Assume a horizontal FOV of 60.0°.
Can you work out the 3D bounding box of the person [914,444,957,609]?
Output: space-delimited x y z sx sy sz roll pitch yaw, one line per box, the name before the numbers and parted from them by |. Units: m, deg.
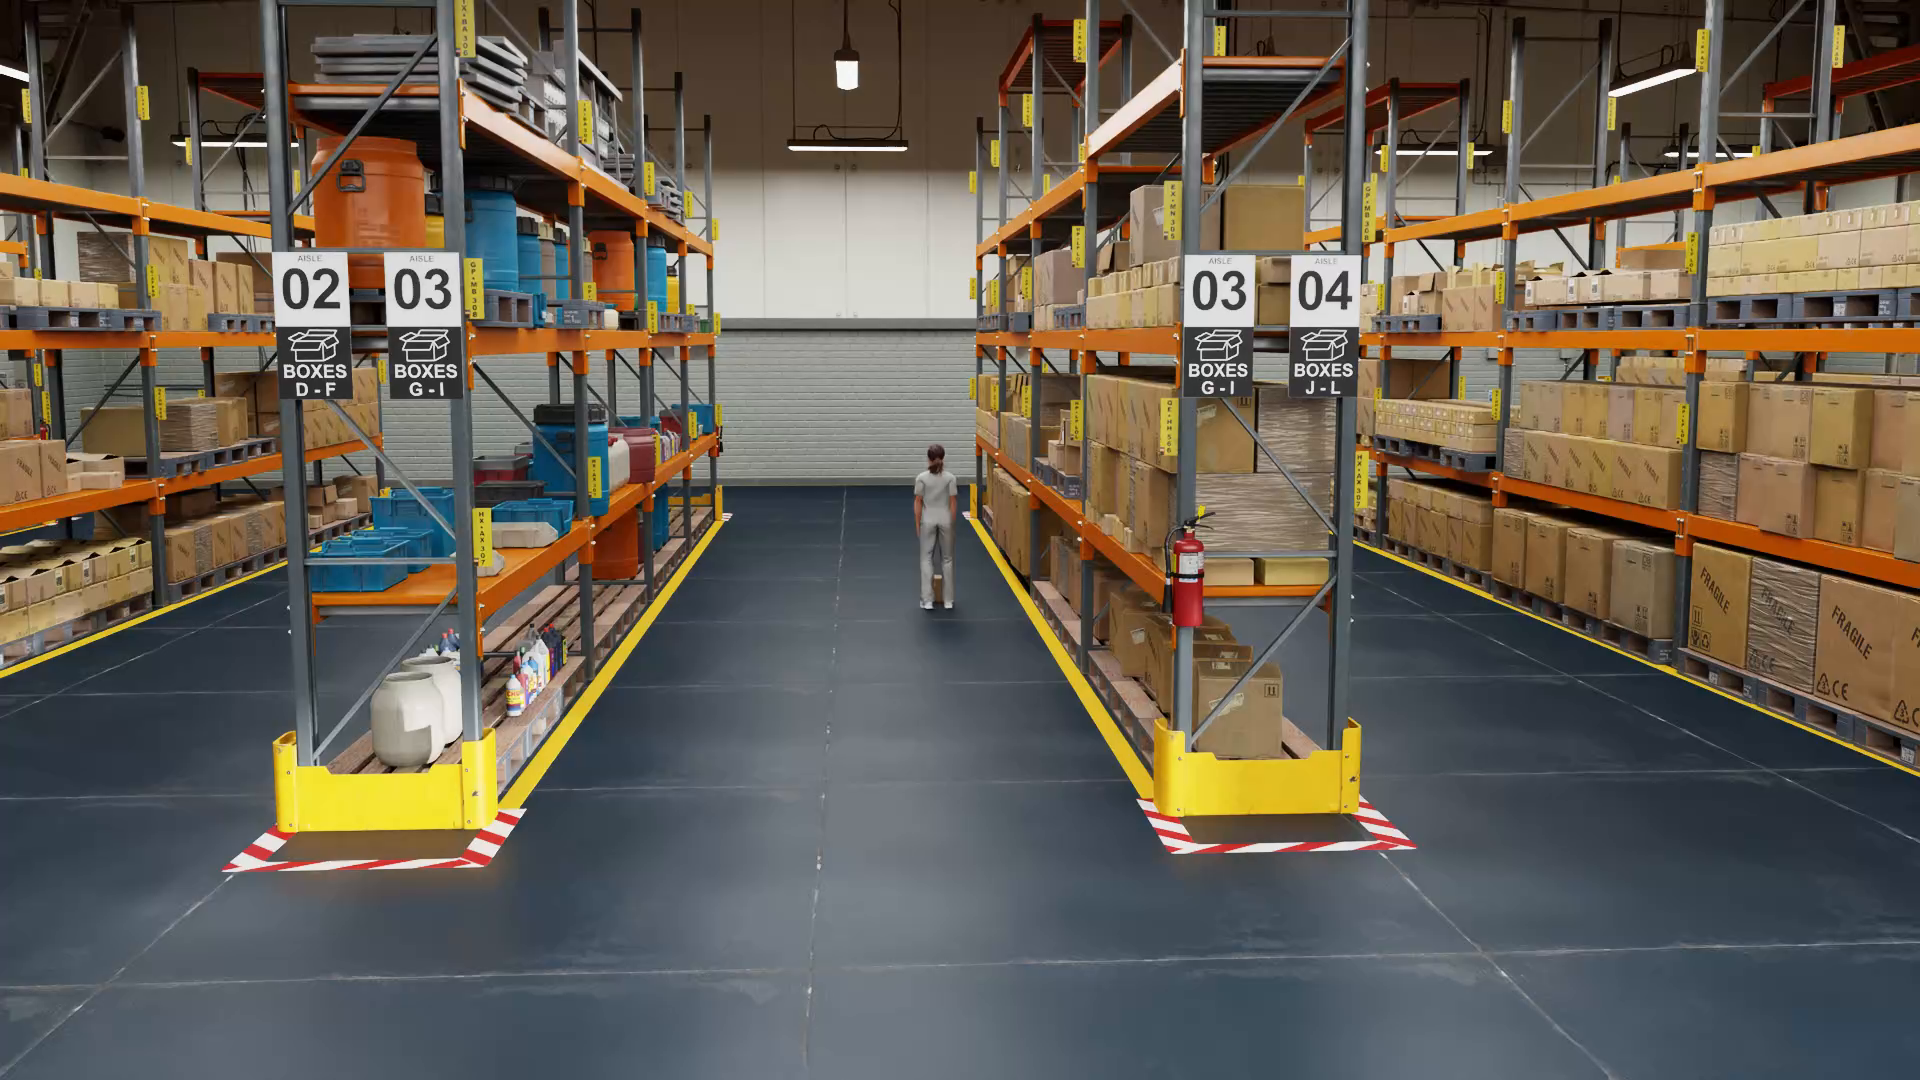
person | -0.247 -0.135 16.898 0.439 1.673 0.365 0 7 -3
